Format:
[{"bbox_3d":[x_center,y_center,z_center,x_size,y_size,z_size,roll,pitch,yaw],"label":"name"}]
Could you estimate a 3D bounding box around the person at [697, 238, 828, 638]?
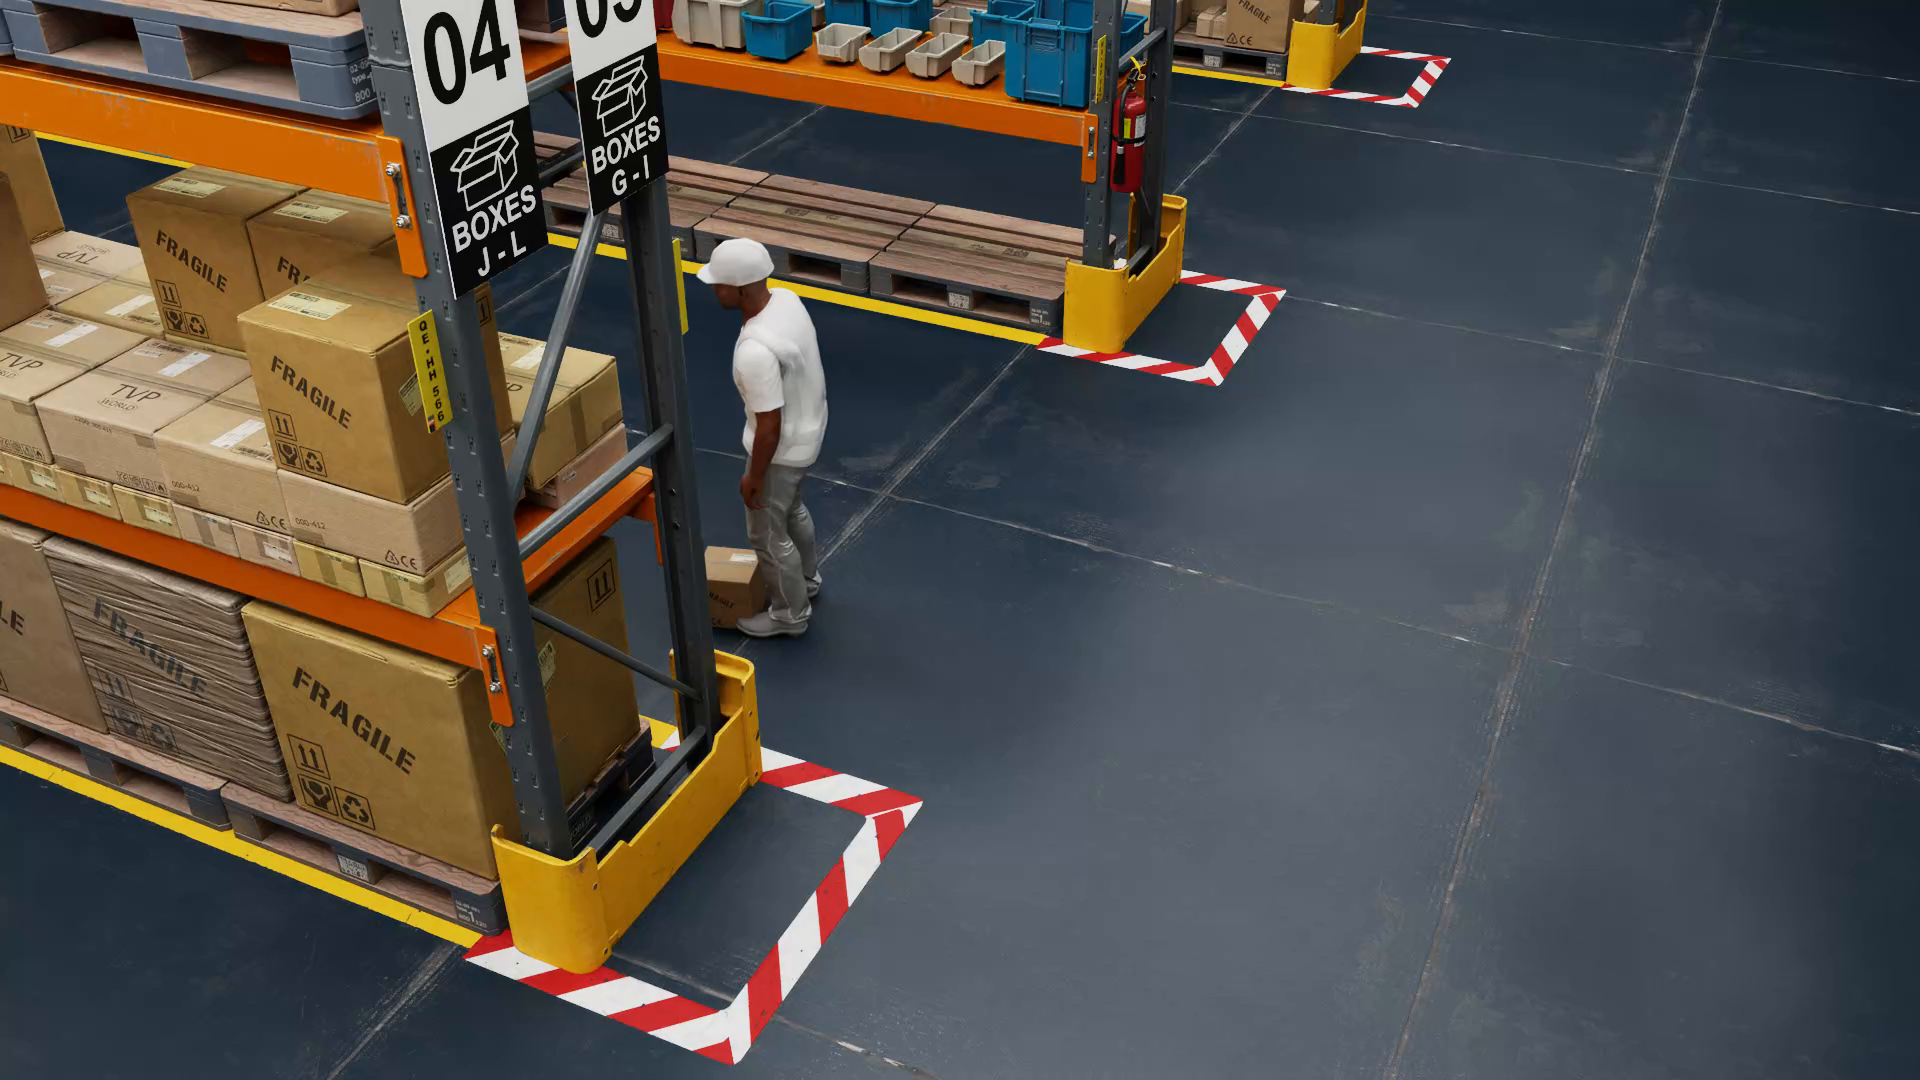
[{"bbox_3d":[-0.767,-0.405,6.736,0.457,1.760,0.635,4,34,5],"label":"person"}]
